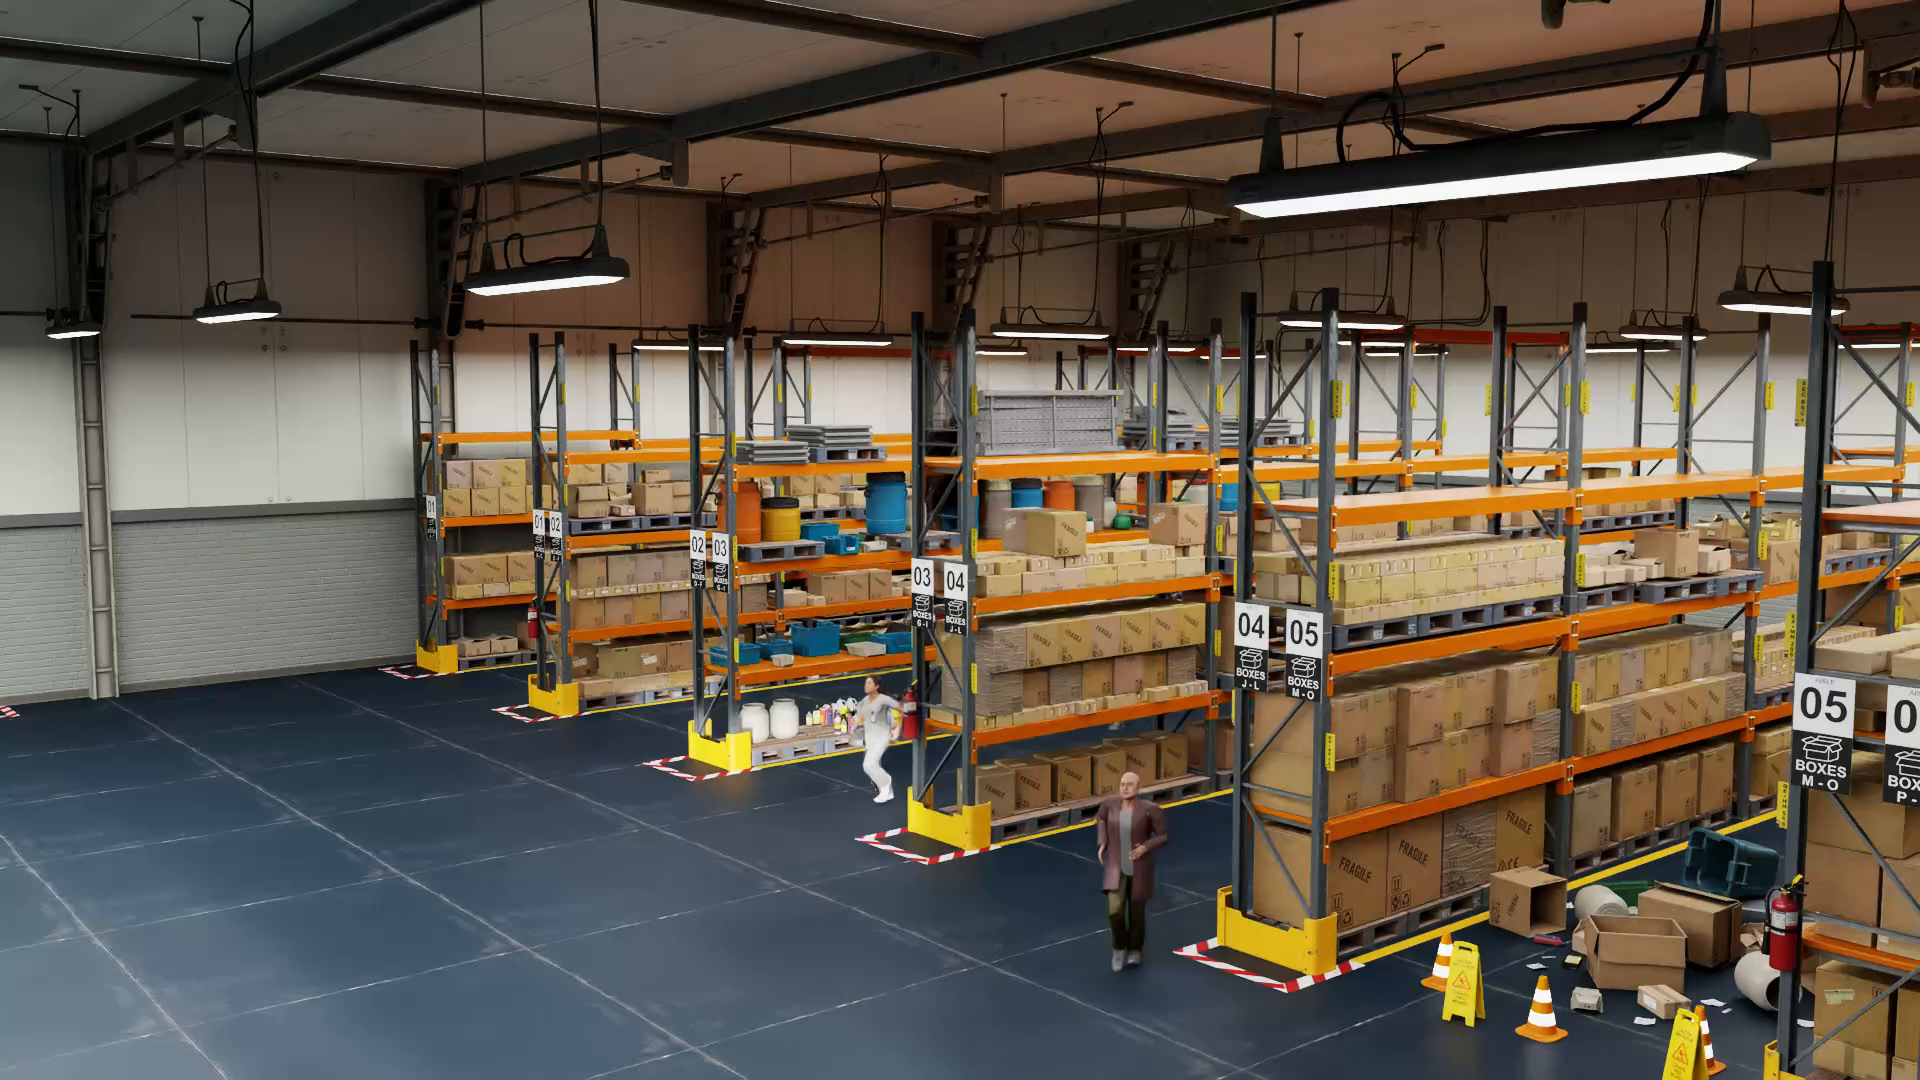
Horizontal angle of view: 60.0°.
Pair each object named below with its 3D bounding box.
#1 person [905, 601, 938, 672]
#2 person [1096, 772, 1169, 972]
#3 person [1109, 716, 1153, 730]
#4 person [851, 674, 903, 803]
[{"bbox_3d":[-0.652,1.473,28.094,0.624,1.663,0.524,5,7,43],"label":"person"},{"bbox_3d":[1.490,2.938,14.698,0.696,1.792,0.714,2,6,17],"label":"person"},{"bbox_3d":[2.478,1.835,23.761,0.923,1.699,0.673,-5,7,-43],"label":"person"},{"bbox_3d":[-1.023,2.454,20.352,0.585,1.621,0.735,5,7,41],"label":"person"}]
